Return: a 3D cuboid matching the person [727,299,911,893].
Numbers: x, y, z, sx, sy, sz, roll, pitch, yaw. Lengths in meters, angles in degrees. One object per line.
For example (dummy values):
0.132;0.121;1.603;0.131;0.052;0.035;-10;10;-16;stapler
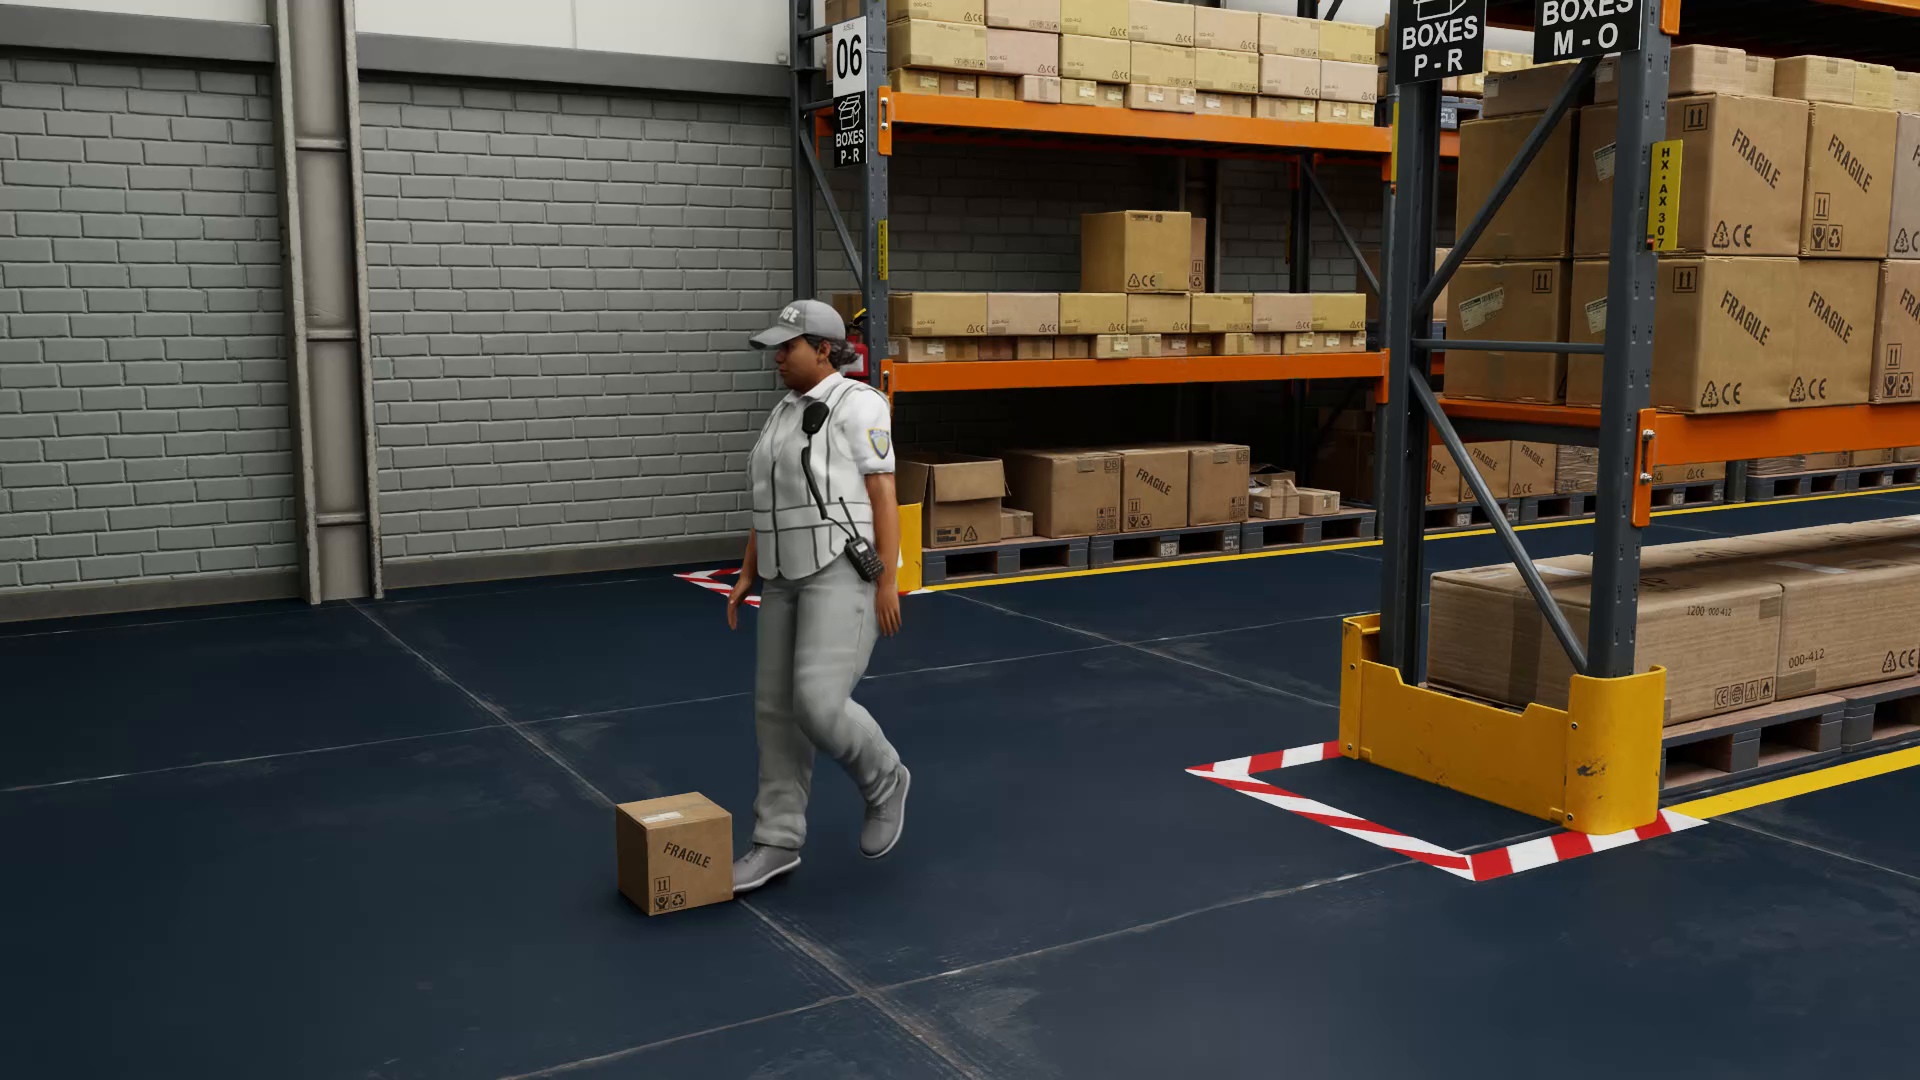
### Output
-0.471;0.147;4.766;0.598;1.658;0.556;-8;11;-42;person
